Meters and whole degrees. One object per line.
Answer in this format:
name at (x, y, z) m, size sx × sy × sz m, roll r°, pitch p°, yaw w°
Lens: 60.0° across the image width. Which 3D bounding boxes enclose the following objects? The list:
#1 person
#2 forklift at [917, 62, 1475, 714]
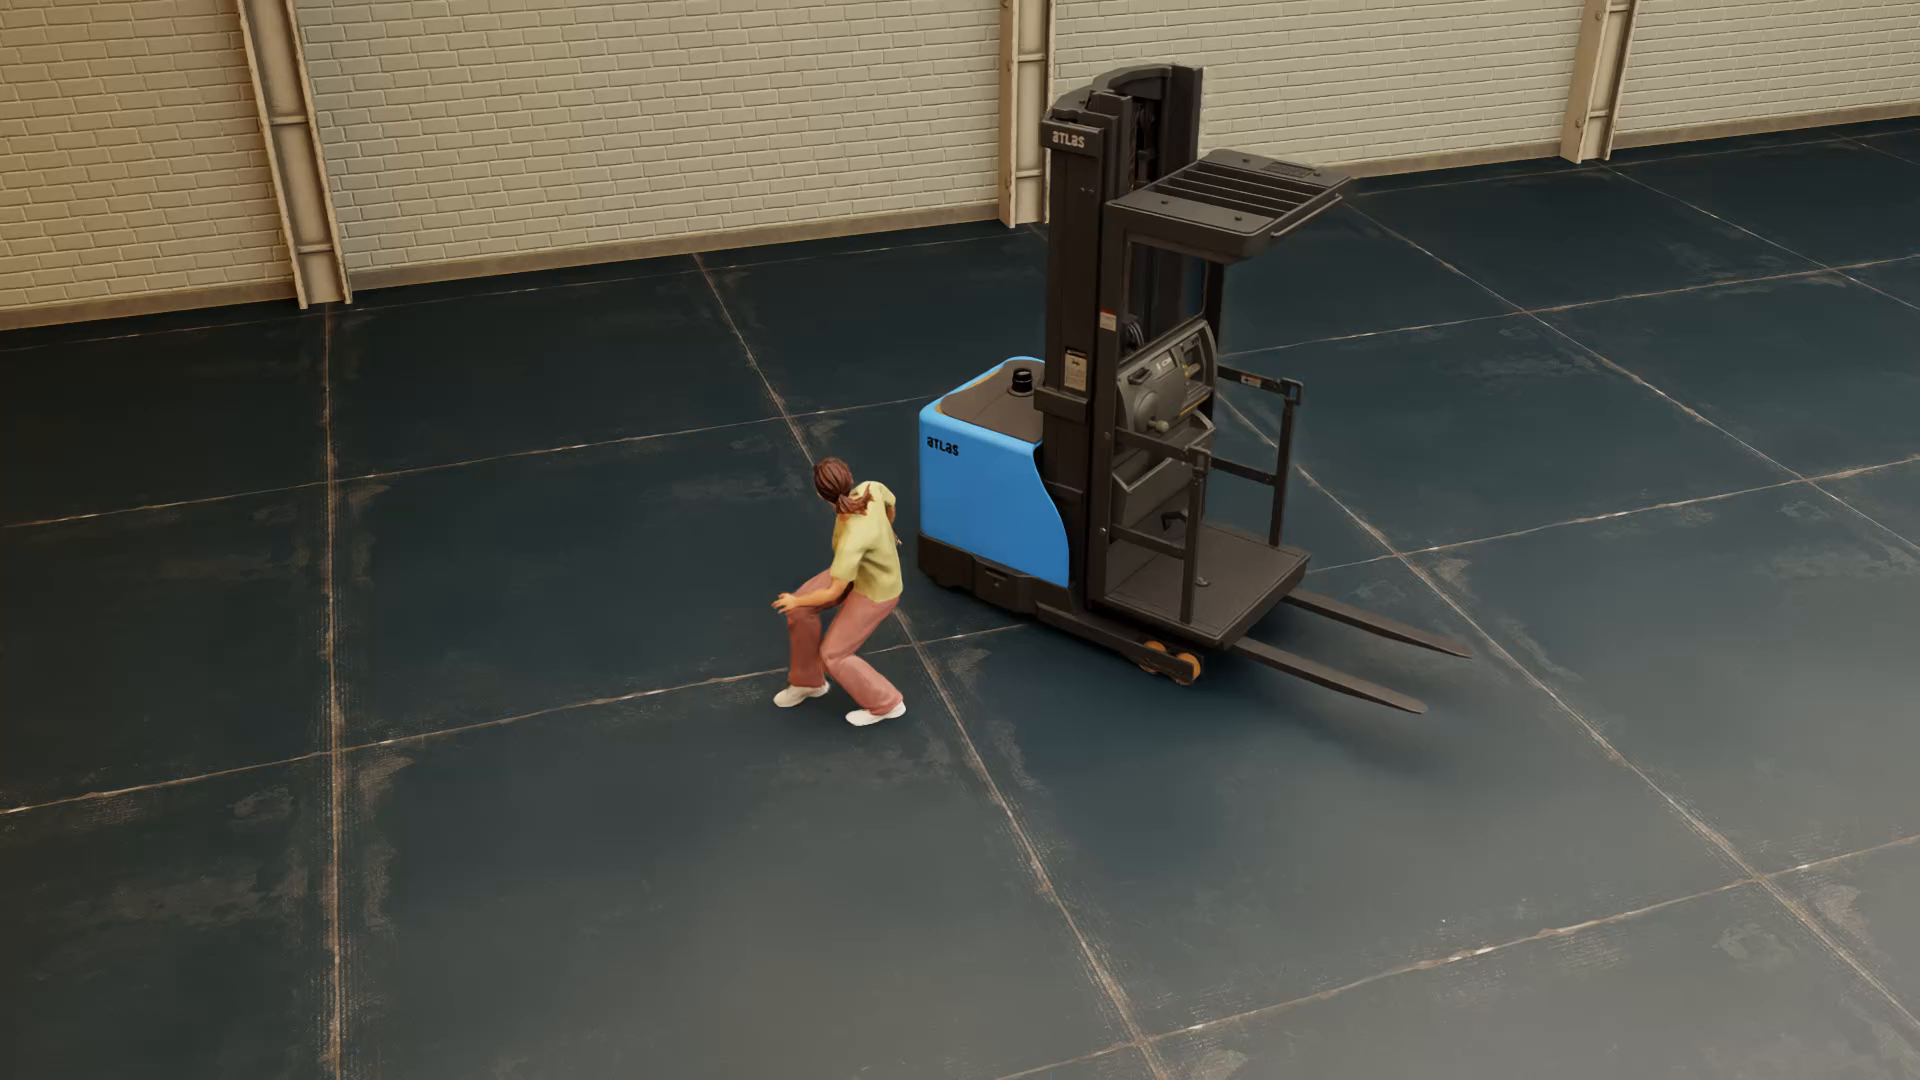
person at (-0.602, 0.205, 8.220) m, size 0.715 × 1.475 × 0.688 m, roll -5°, pitch 30°, yaw -8°
forklift at (1.244, -0.812, 8.499) m, size 3.031 × 2.935 × 1.130 m, roll 20°, pitch 36°, yaw 31°
